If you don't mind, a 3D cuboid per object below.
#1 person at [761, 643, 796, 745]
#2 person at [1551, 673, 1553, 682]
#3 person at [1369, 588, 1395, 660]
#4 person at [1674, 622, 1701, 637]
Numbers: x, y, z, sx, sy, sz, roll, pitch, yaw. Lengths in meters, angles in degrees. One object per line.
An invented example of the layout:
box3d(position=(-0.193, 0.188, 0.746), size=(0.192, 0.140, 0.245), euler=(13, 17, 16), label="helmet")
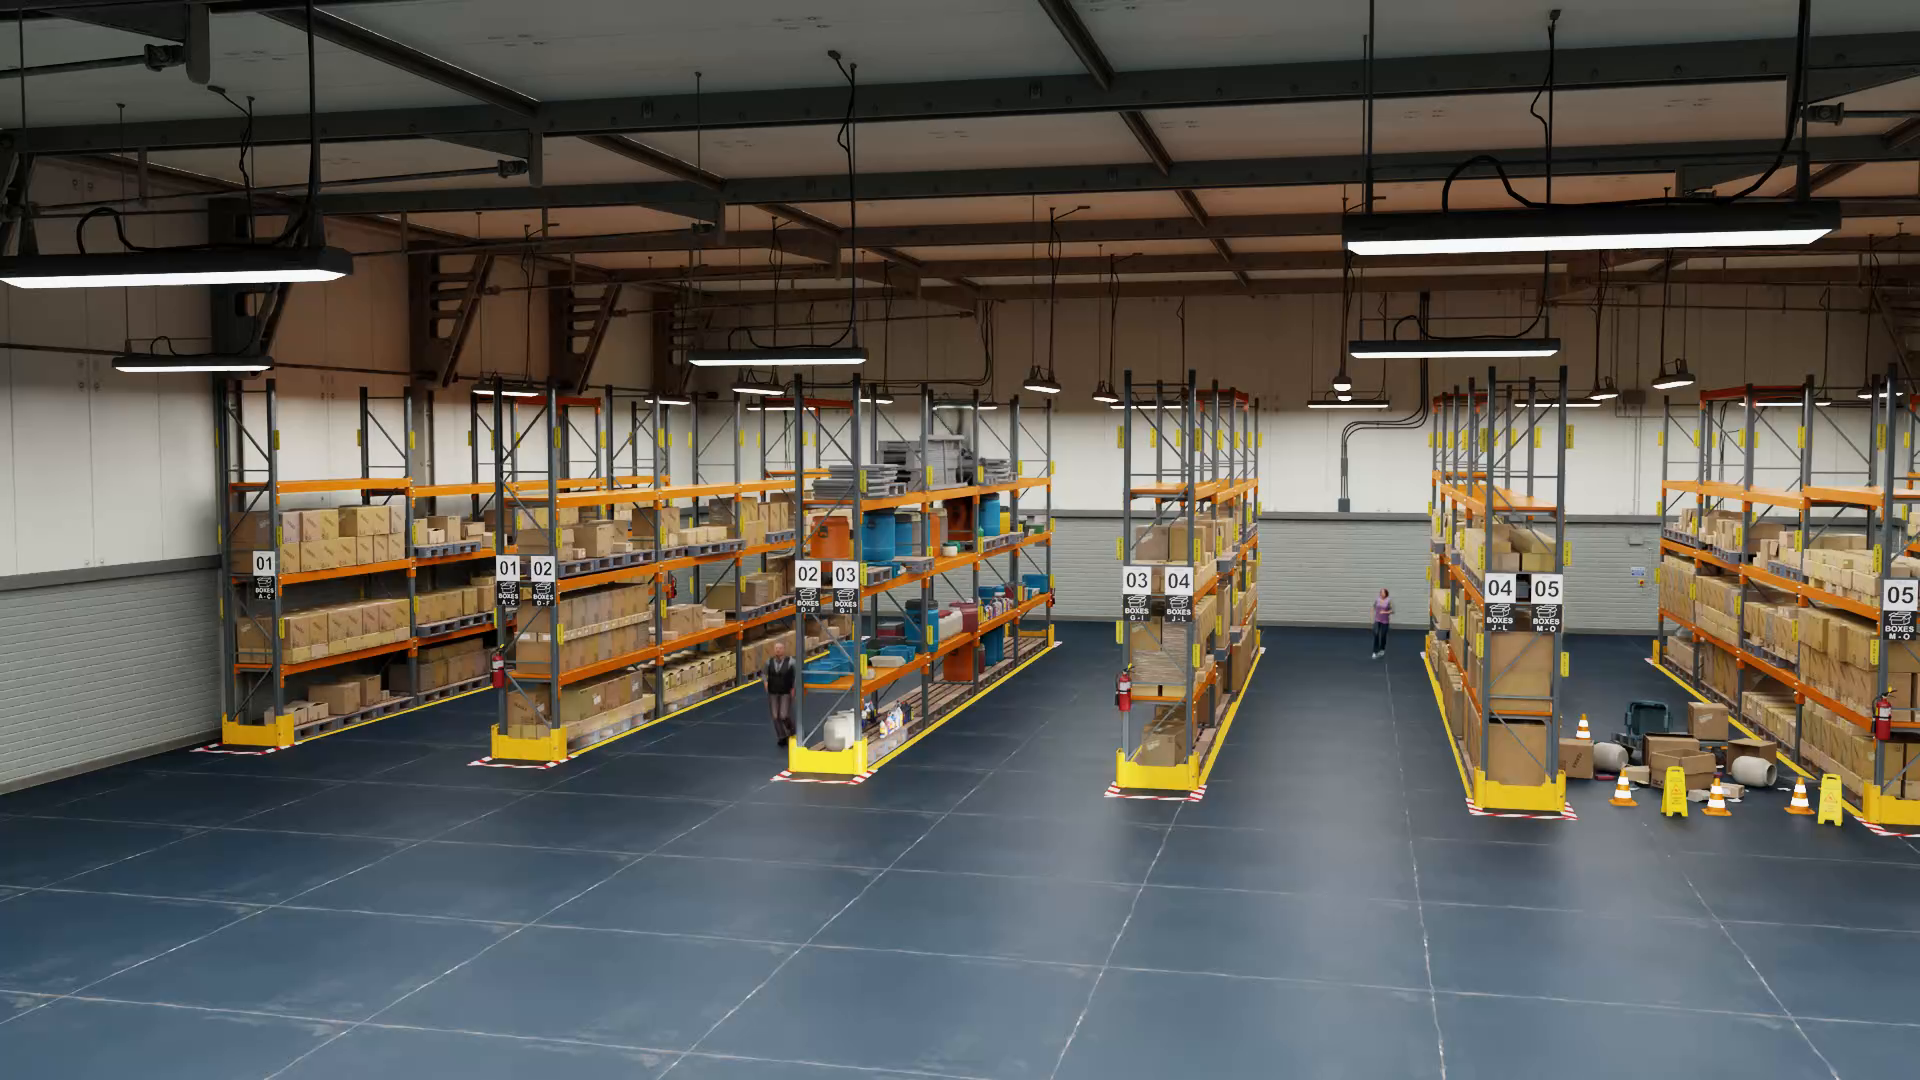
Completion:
box3d(position=(-2.960, 2.524, 27.238), size=(0.662, 1.684, 0.571), euler=(1, 3, 11), label="person")
box3d(position=(12.046, 2.070, 34.225), size=(0.598, 1.822, 0.832), euler=(1, 3, 9), label="person")
box3d(position=(9.681, 1.917, 38.131), size=(0.587, 1.631, 0.748), euler=(1, 4, 22), label="person")
box3d(position=(17.510, 1.769, 39.944), size=(0.836, 1.711, 0.587), euler=(0, 3, -6), label="person")
